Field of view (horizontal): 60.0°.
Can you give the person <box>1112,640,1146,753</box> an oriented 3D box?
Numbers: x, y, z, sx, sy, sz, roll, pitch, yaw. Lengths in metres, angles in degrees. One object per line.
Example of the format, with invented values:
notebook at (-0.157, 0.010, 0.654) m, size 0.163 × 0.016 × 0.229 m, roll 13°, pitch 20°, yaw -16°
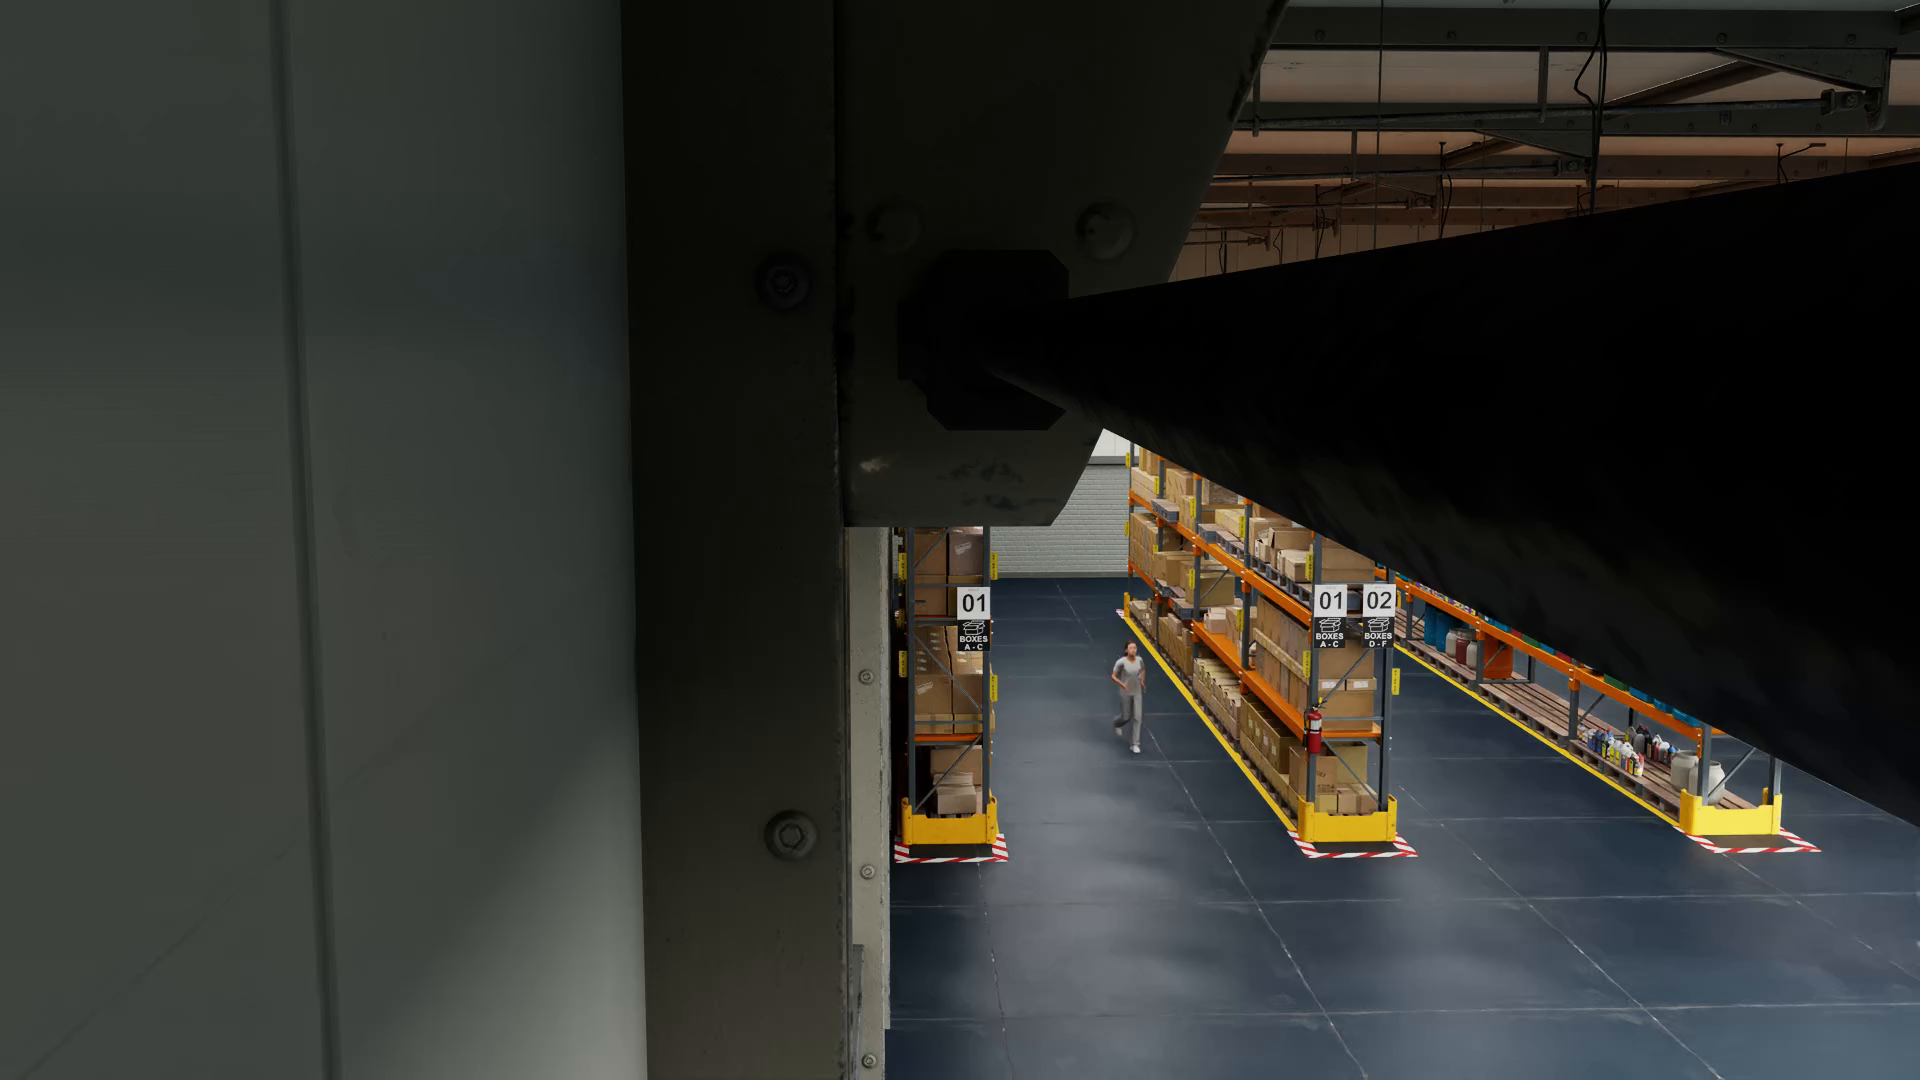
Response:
person at (2.554, 2.315, 25.009) m, size 0.570 × 1.650 × 0.924 m, roll -2°, pitch 8°, yaw -13°
